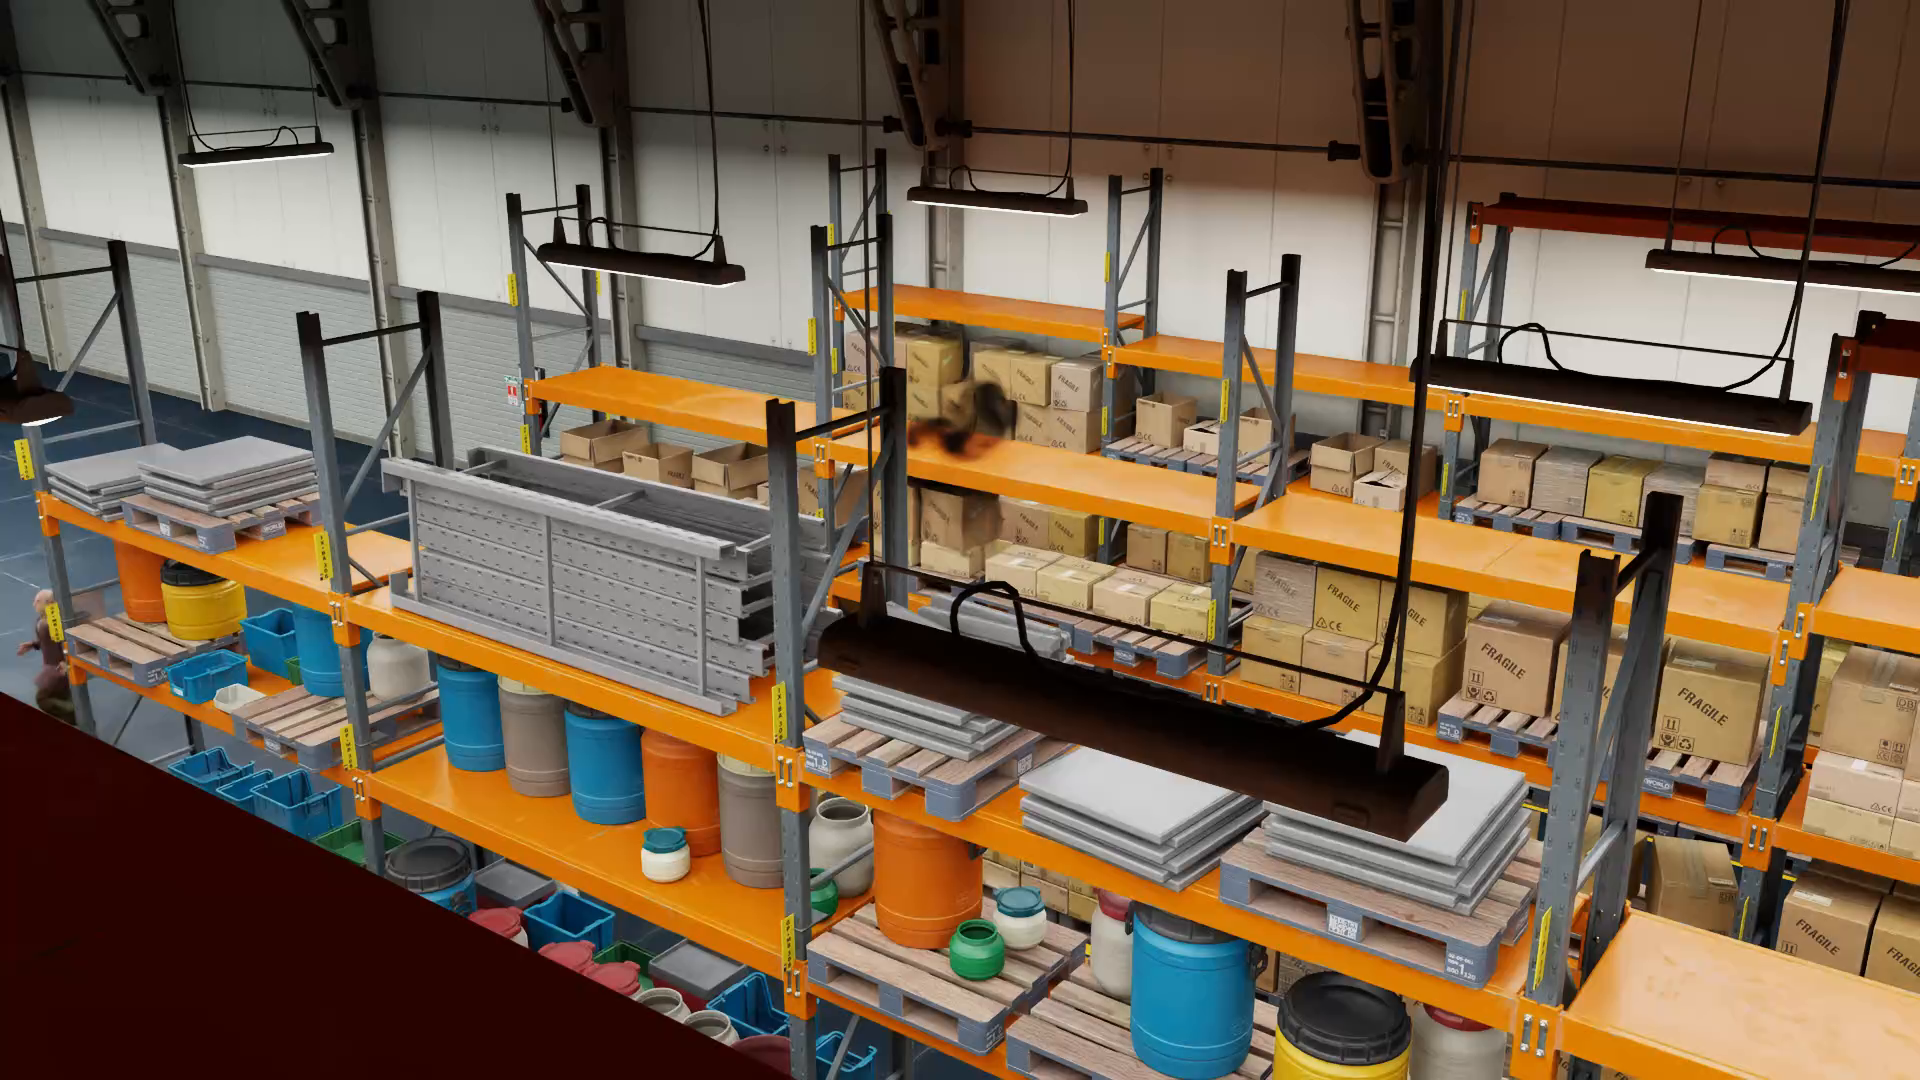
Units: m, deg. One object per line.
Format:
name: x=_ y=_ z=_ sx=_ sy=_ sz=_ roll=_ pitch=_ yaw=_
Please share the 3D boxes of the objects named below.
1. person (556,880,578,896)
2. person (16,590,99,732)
person: x=-3.647 y=2.423 z=14.439 sx=0.727 sy=1.875 sz=0.693 roll=12 pitch=22 yaw=31
person: x=-9.937 y=1.380 z=18.233 sx=0.653 sy=1.746 sz=0.717 roll=-11 pitch=21 yaw=-30
